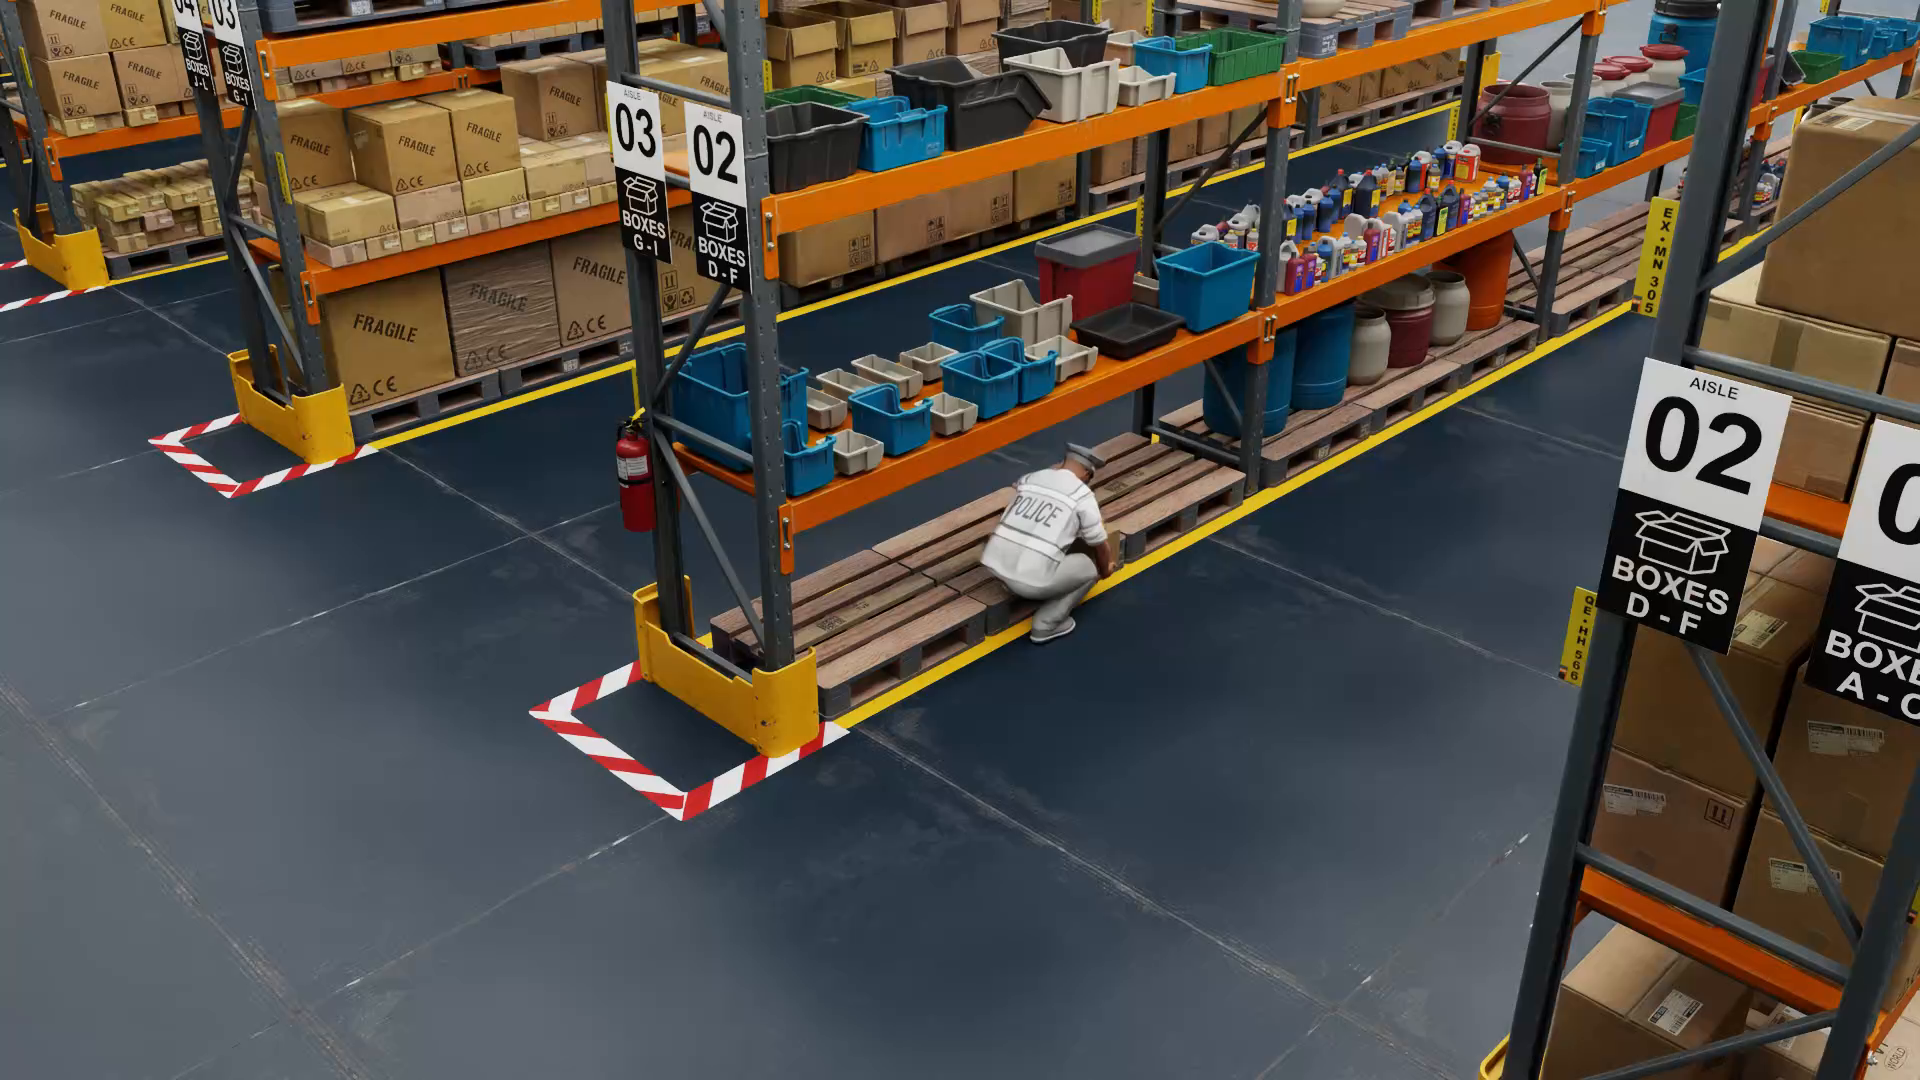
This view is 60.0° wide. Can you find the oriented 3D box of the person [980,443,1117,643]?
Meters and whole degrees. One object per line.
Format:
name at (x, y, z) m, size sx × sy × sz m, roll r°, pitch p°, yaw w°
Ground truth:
person at (0.497, 0.008, 9.434) m, size 0.582 × 0.988 × 0.907 m, roll 25°, pitch 36°, yaw 39°
